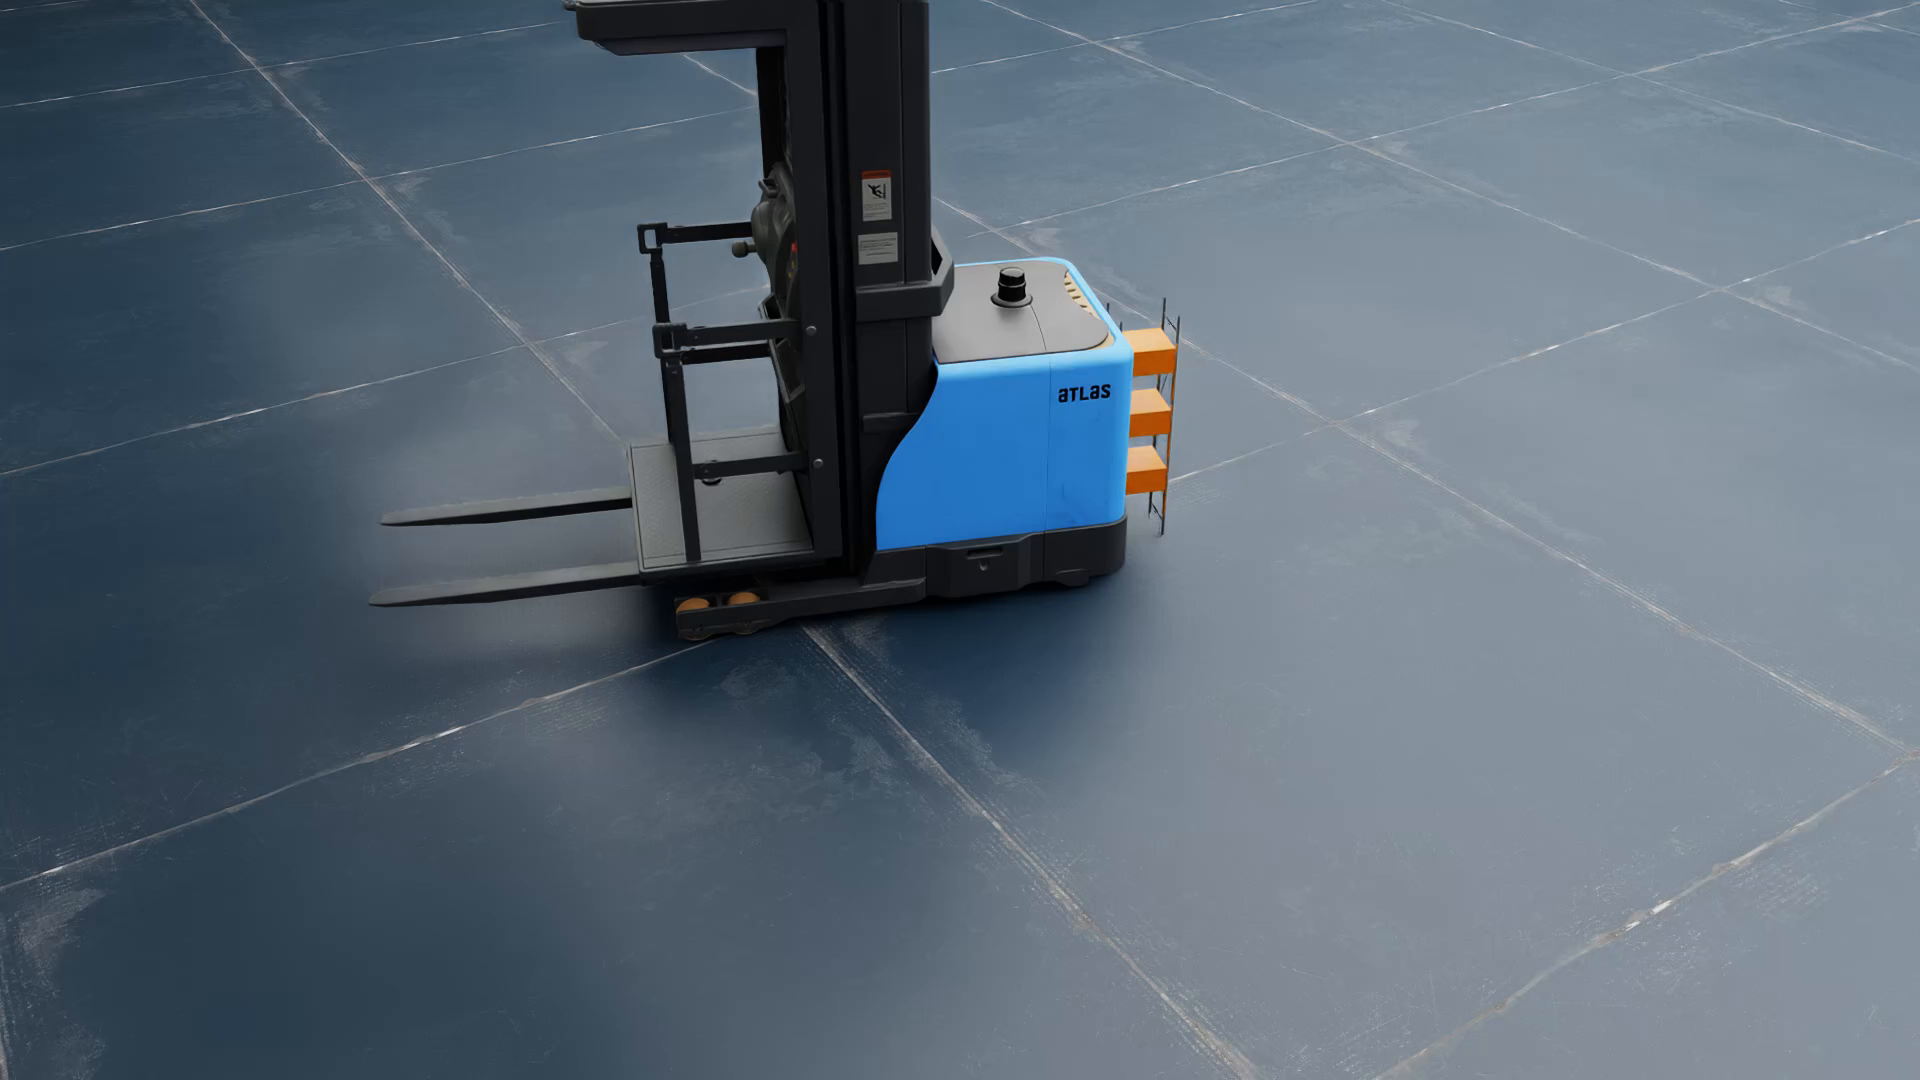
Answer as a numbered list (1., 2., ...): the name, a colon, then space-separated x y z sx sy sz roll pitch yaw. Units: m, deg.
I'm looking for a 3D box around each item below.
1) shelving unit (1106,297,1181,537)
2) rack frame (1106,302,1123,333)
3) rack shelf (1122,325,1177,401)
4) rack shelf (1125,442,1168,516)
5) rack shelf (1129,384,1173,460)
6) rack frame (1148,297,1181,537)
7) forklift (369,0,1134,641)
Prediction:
1. shelving unit: 0.747 -0.497 7.053 0.252 1.050 0.215 -7 33 -10
2. rack frame: 0.628 -0.483 7.031 0.008 1.050 0.200 -7 33 -10
3. rack shelf: 0.747 -0.728 6.907 0.240 0.259 0.215 -7 33 -10
4. rack shelf: 0.747 -0.253 7.207 0.240 0.259 0.215 -7 33 -10
5. rack shelf: 0.747 -0.488 7.059 0.240 0.259 0.215 -7 33 -10
6. rack frame: 0.866 -0.511 7.075 0.008 1.050 0.200 -7 33 -10
7. forklift: -0.881 -1.149 6.325 3.031 2.935 1.130 -7 33 -10
